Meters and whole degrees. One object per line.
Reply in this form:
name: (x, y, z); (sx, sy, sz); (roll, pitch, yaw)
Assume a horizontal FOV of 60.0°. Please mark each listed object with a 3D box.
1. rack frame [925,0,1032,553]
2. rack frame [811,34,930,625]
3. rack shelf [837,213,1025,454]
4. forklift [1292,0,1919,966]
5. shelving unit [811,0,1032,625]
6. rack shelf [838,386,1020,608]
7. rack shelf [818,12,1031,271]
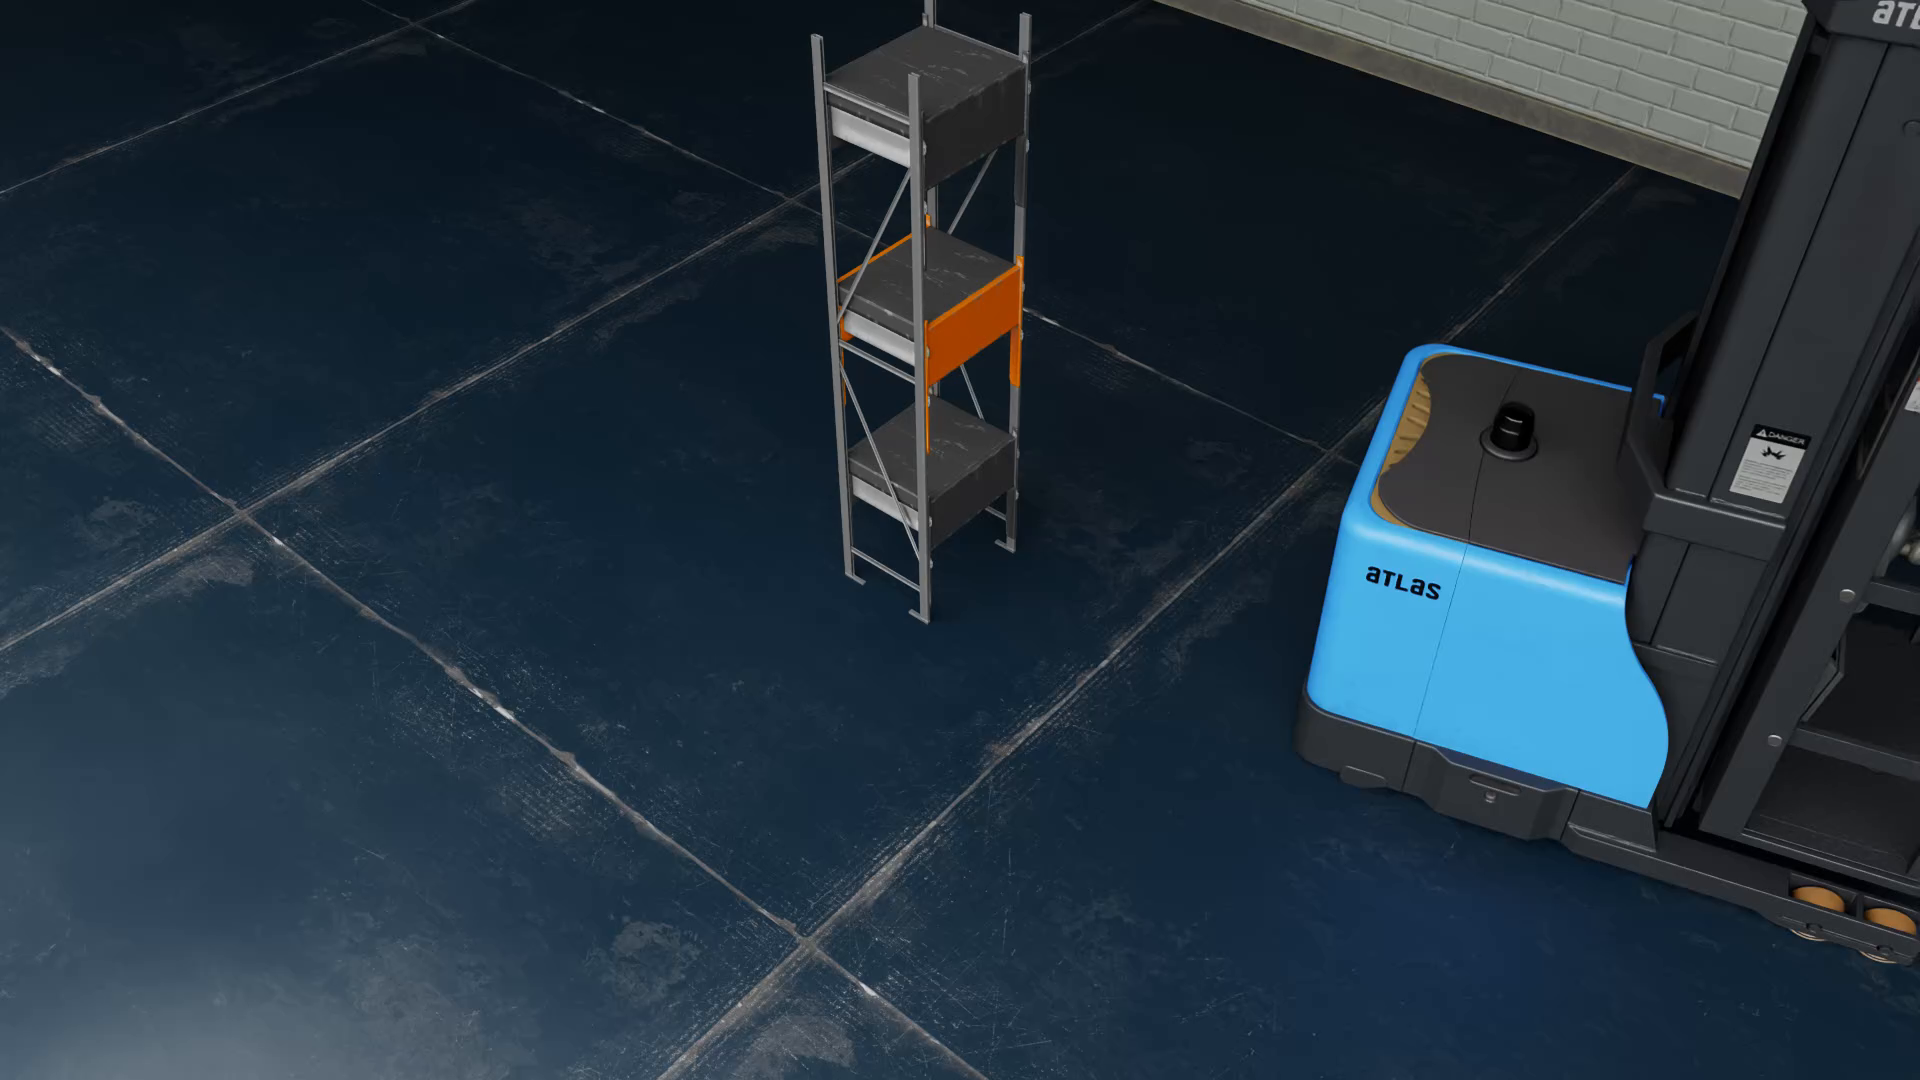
rack frame: (0.051, -0.817, 5.588); (0.400, 2.100, 0.015); (29, 50, 28)
rack frame: (-0.264, -0.566, 5.312); (0.400, 2.100, 0.015); (29, 50, 28)
rack shelf: (-0.107, -0.682, 5.459); (0.431, 0.518, 0.480); (29, 50, 28)
forklift: (2.648, -0.253, 4.350); (3.031, 2.935, 1.130); (16, 45, 17)
shelving unit: (-0.107, -0.692, 5.450); (0.431, 2.100, 0.503); (29, 50, 28)
rack shelf: (-0.107, -0.164, 5.930); (0.431, 0.518, 0.480); (29, 50, 28)
rack shelf: (-0.107, -1.199, 4.988); (0.431, 0.518, 0.480); (29, 50, 28)
